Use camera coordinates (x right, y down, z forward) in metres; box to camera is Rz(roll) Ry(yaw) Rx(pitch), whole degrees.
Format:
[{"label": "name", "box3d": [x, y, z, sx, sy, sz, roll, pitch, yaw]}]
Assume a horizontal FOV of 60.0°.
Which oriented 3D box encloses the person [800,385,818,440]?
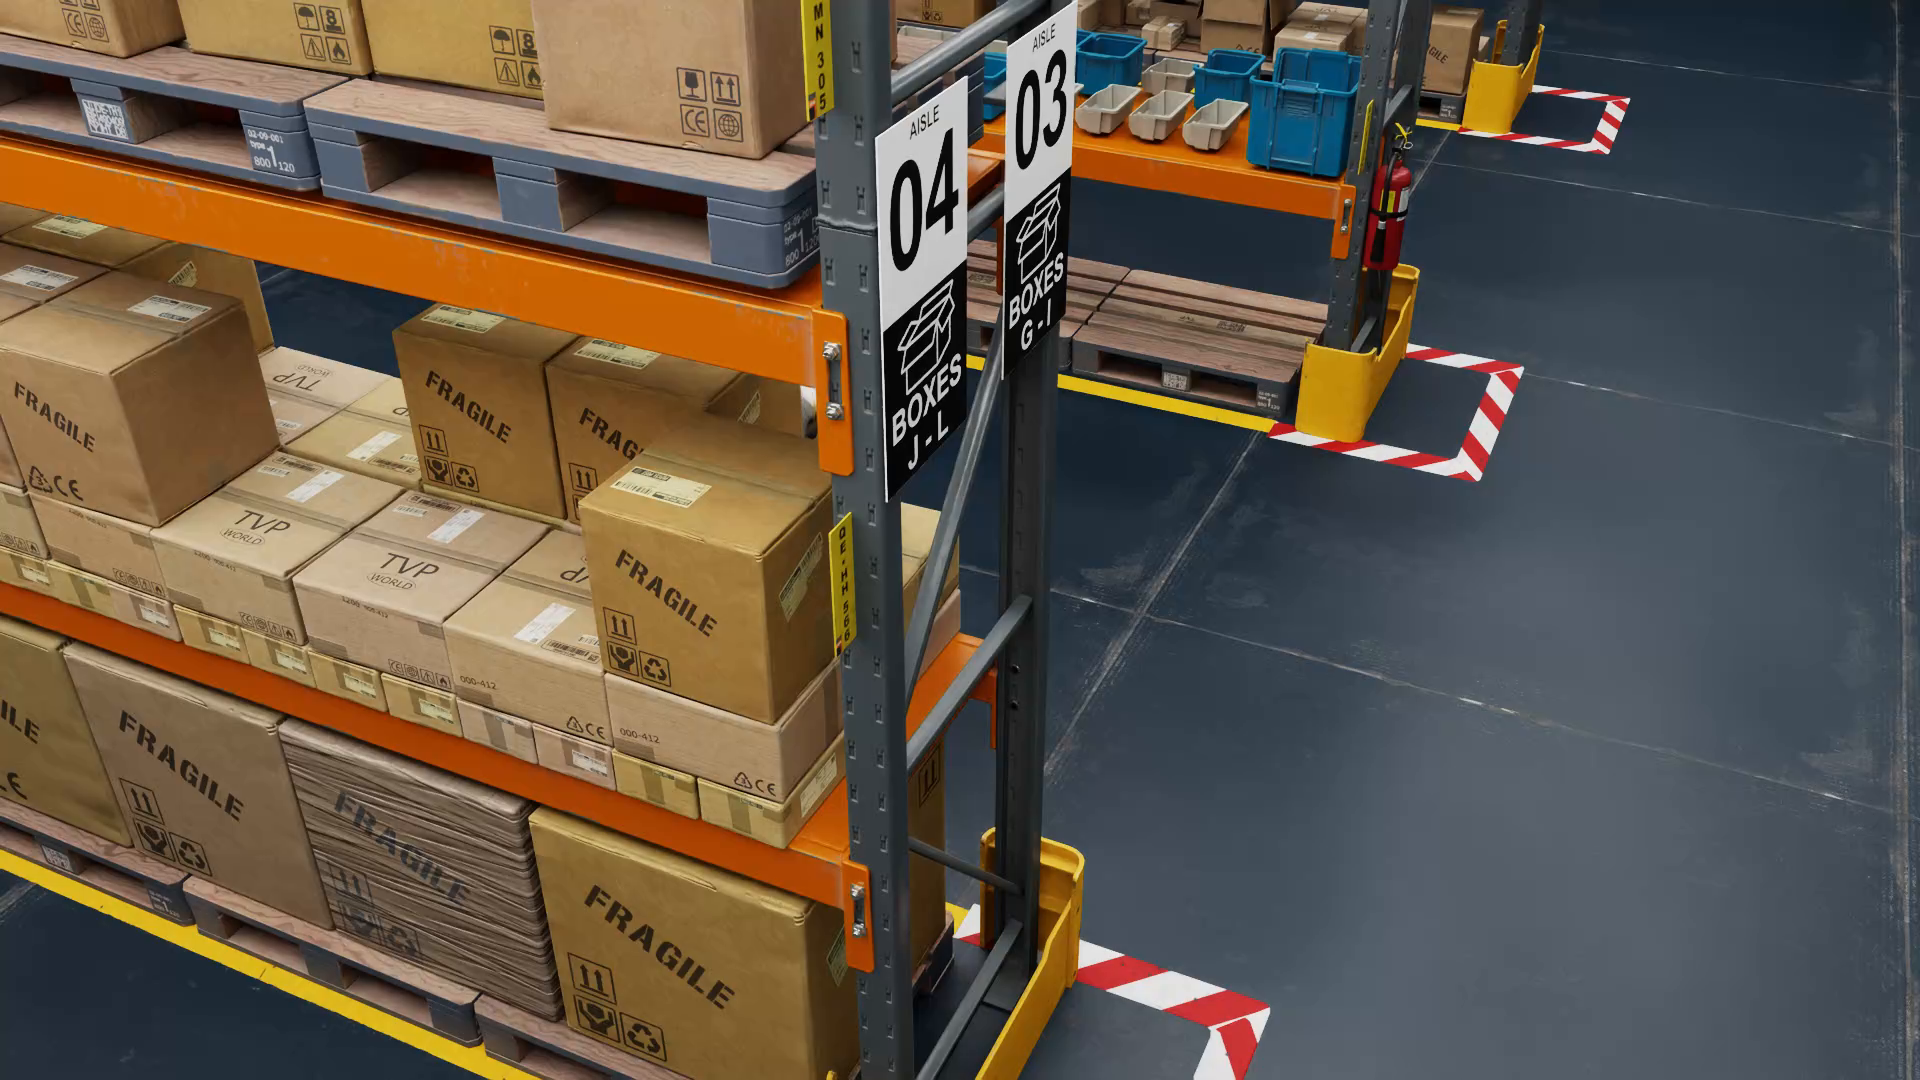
[{"label": "person", "box3d": [-0.569, -0.187, 6.540, 0.604, 1.628, 0.581, 15, 36, 21]}]
